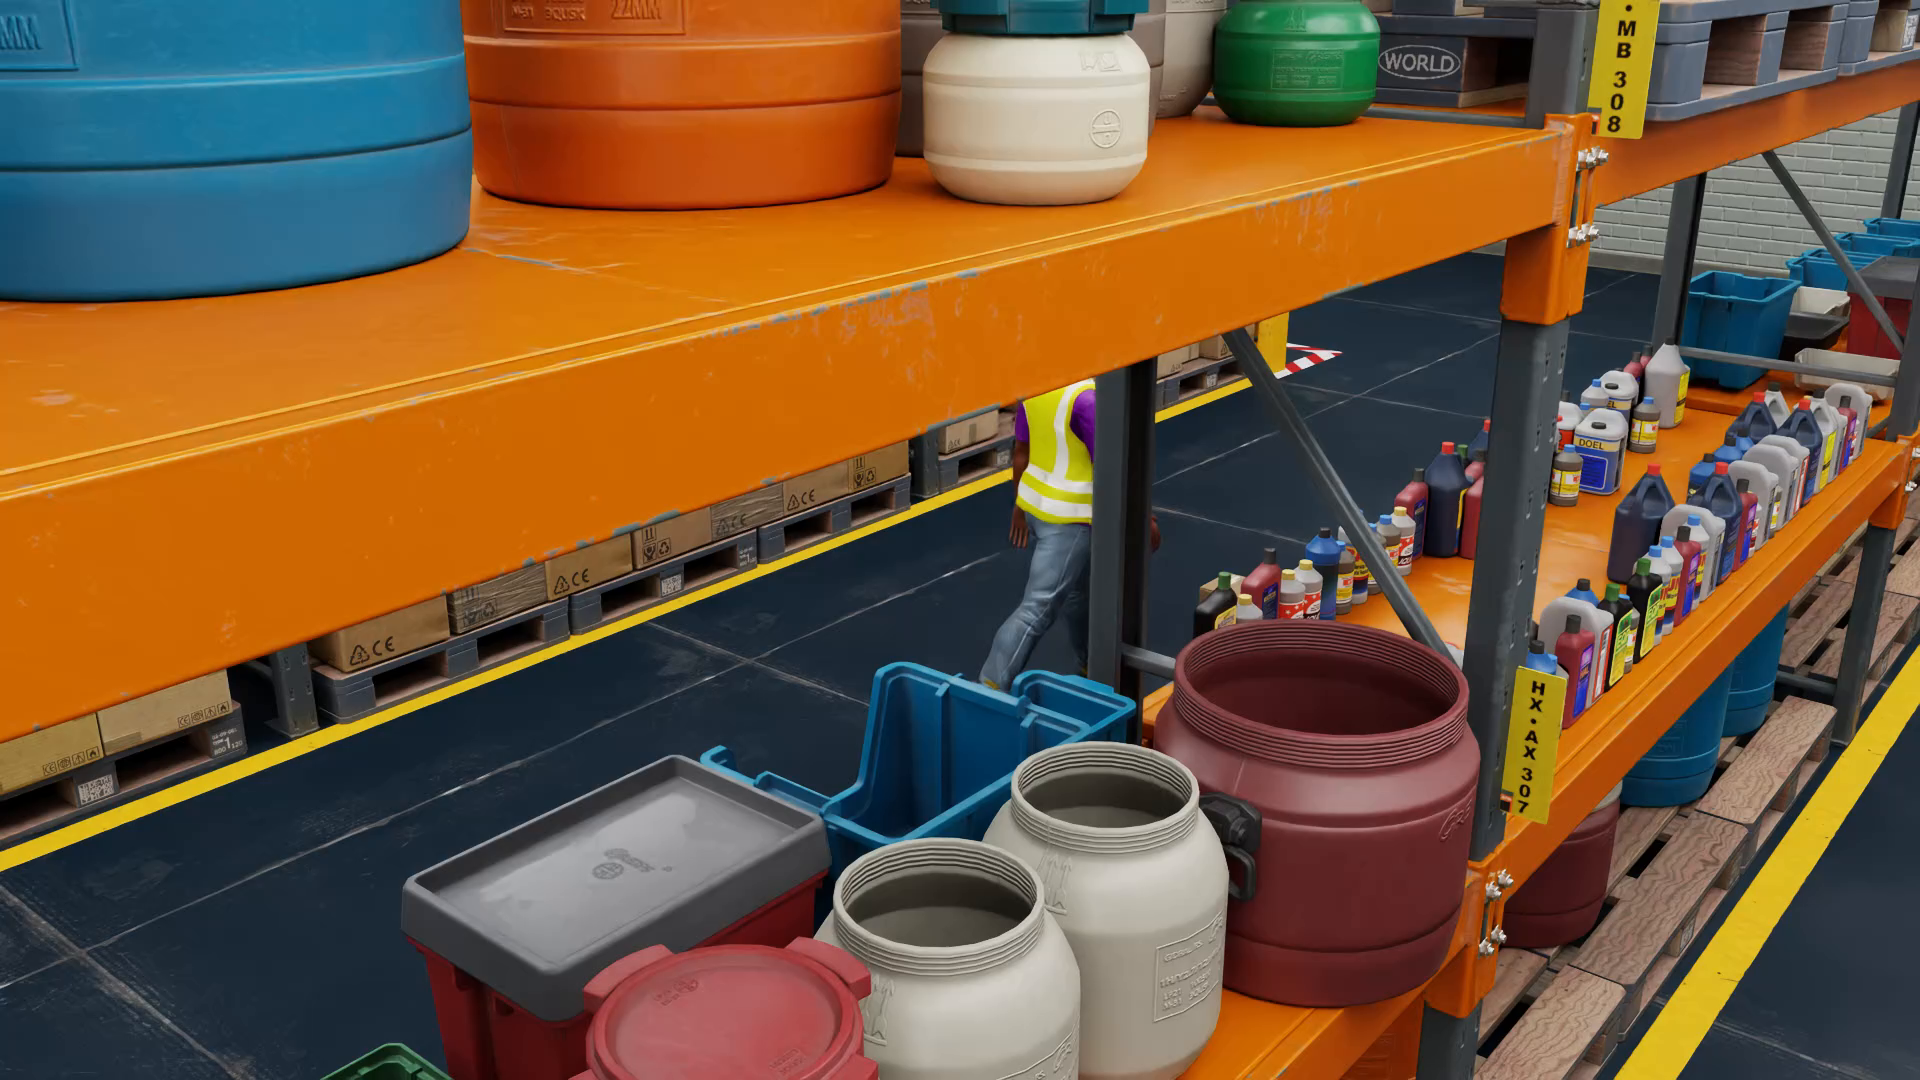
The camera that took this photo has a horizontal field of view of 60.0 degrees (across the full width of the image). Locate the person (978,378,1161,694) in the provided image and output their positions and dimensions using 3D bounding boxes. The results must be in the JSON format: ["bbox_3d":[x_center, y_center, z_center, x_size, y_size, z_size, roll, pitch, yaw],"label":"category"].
[{"bbox_3d":[0.448,-0.108,6.879,1.007,1.724,0.650,-8,22,-21],"label":"person"}]
